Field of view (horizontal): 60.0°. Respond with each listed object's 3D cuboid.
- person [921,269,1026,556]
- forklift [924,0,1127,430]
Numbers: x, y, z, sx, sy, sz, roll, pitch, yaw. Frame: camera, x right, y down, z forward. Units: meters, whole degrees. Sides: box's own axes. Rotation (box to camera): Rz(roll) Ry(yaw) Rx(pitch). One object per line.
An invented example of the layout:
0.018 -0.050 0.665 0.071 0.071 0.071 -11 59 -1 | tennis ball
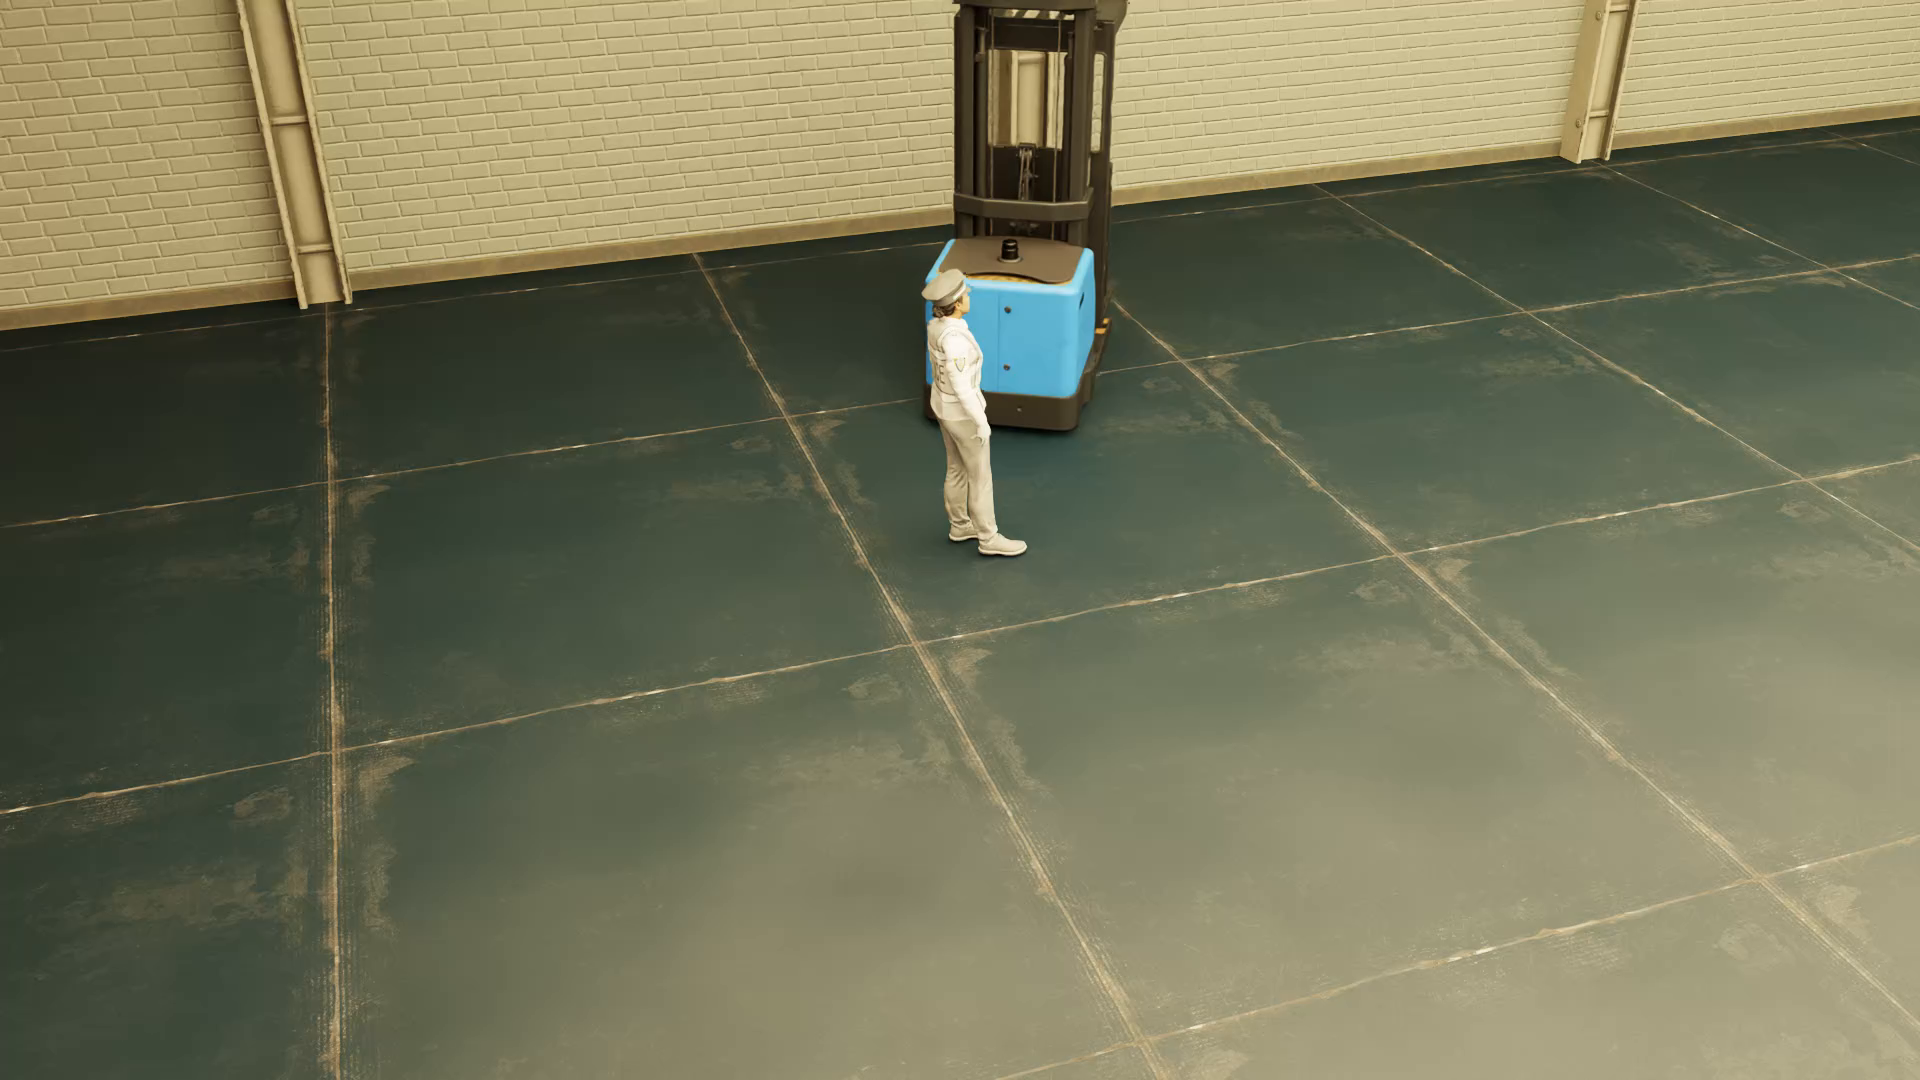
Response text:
0.065 -0.748 9.613 0.533 1.696 0.588 -10 31 -16 | person
0.550 -2.725 11.823 1.130 2.935 3.031 6 30 10 | forklift
